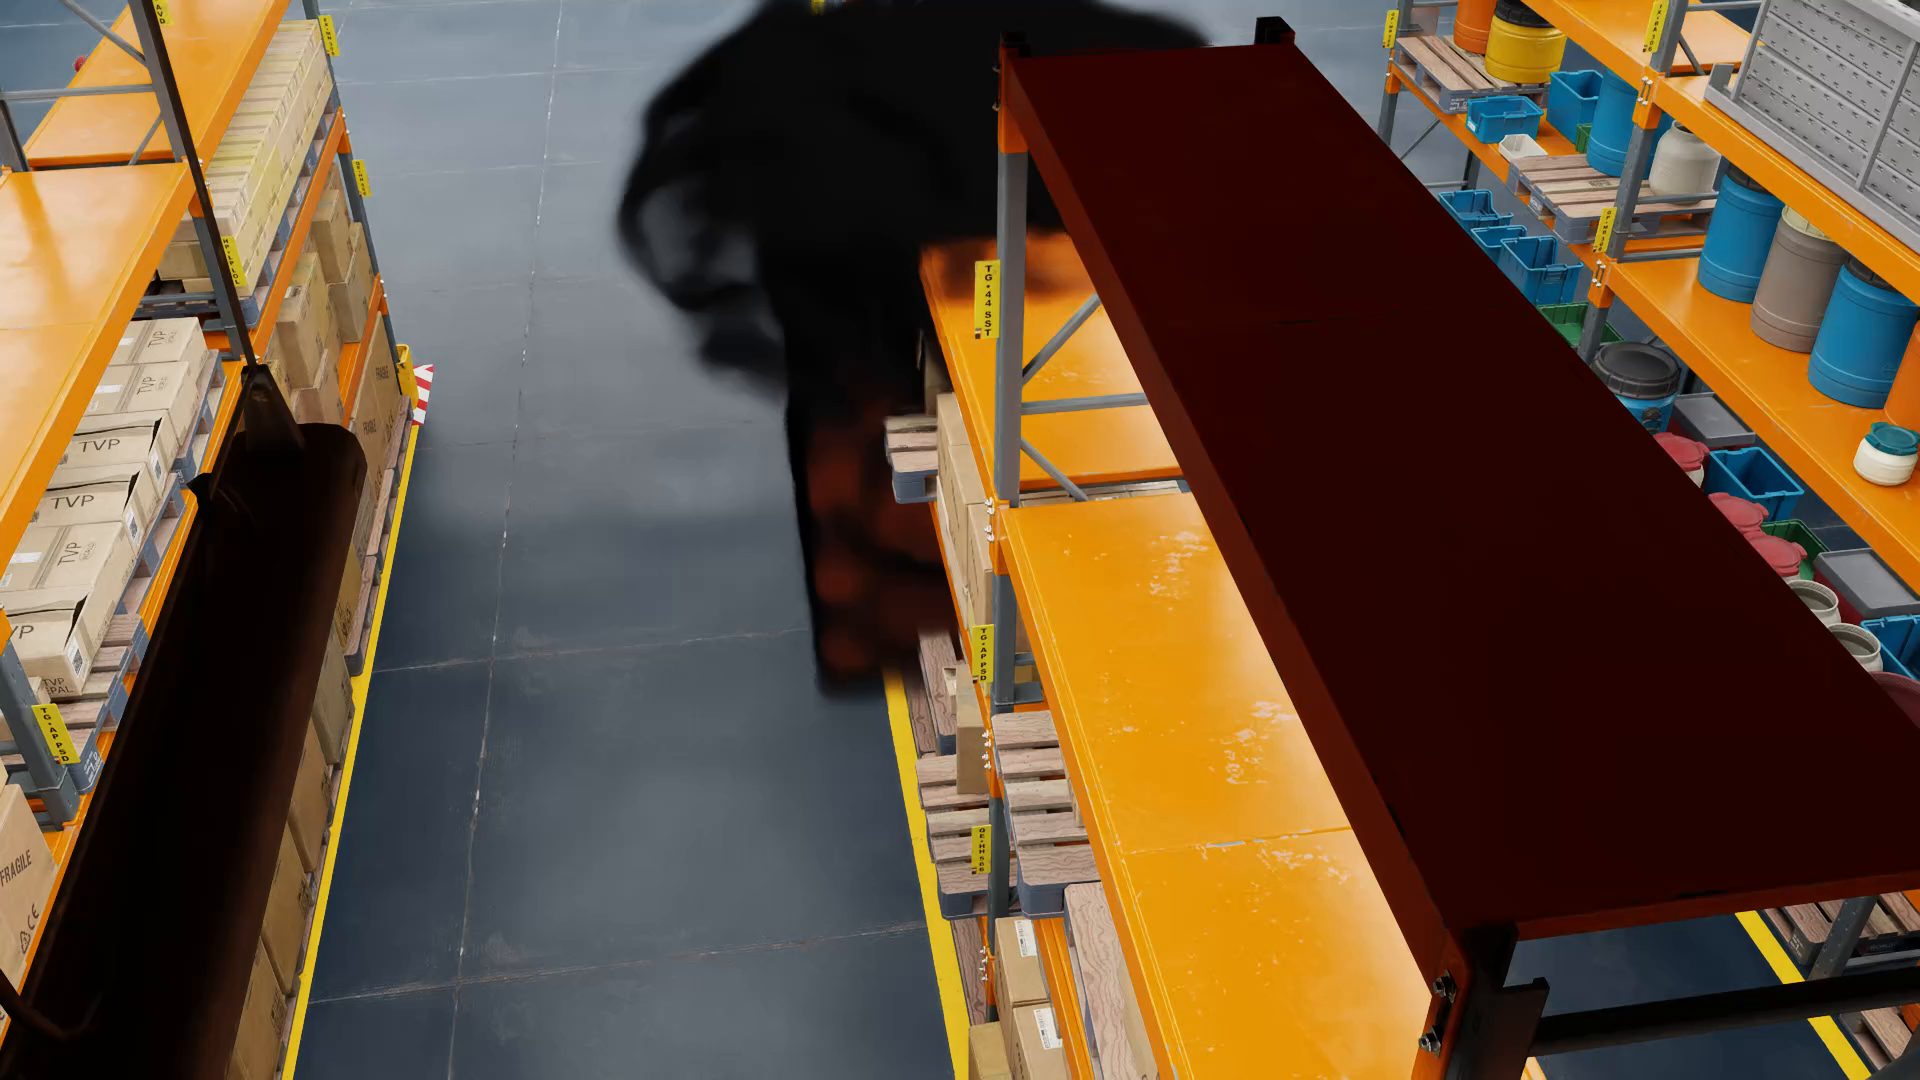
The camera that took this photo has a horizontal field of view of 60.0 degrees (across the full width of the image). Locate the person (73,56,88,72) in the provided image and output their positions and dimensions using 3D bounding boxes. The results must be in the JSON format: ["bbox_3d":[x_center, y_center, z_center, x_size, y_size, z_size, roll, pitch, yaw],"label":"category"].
[{"bbox_3d":[-8.994,-4.254,17.833,1.021,1.729,0.677,25,43,30],"label":"person"}]
